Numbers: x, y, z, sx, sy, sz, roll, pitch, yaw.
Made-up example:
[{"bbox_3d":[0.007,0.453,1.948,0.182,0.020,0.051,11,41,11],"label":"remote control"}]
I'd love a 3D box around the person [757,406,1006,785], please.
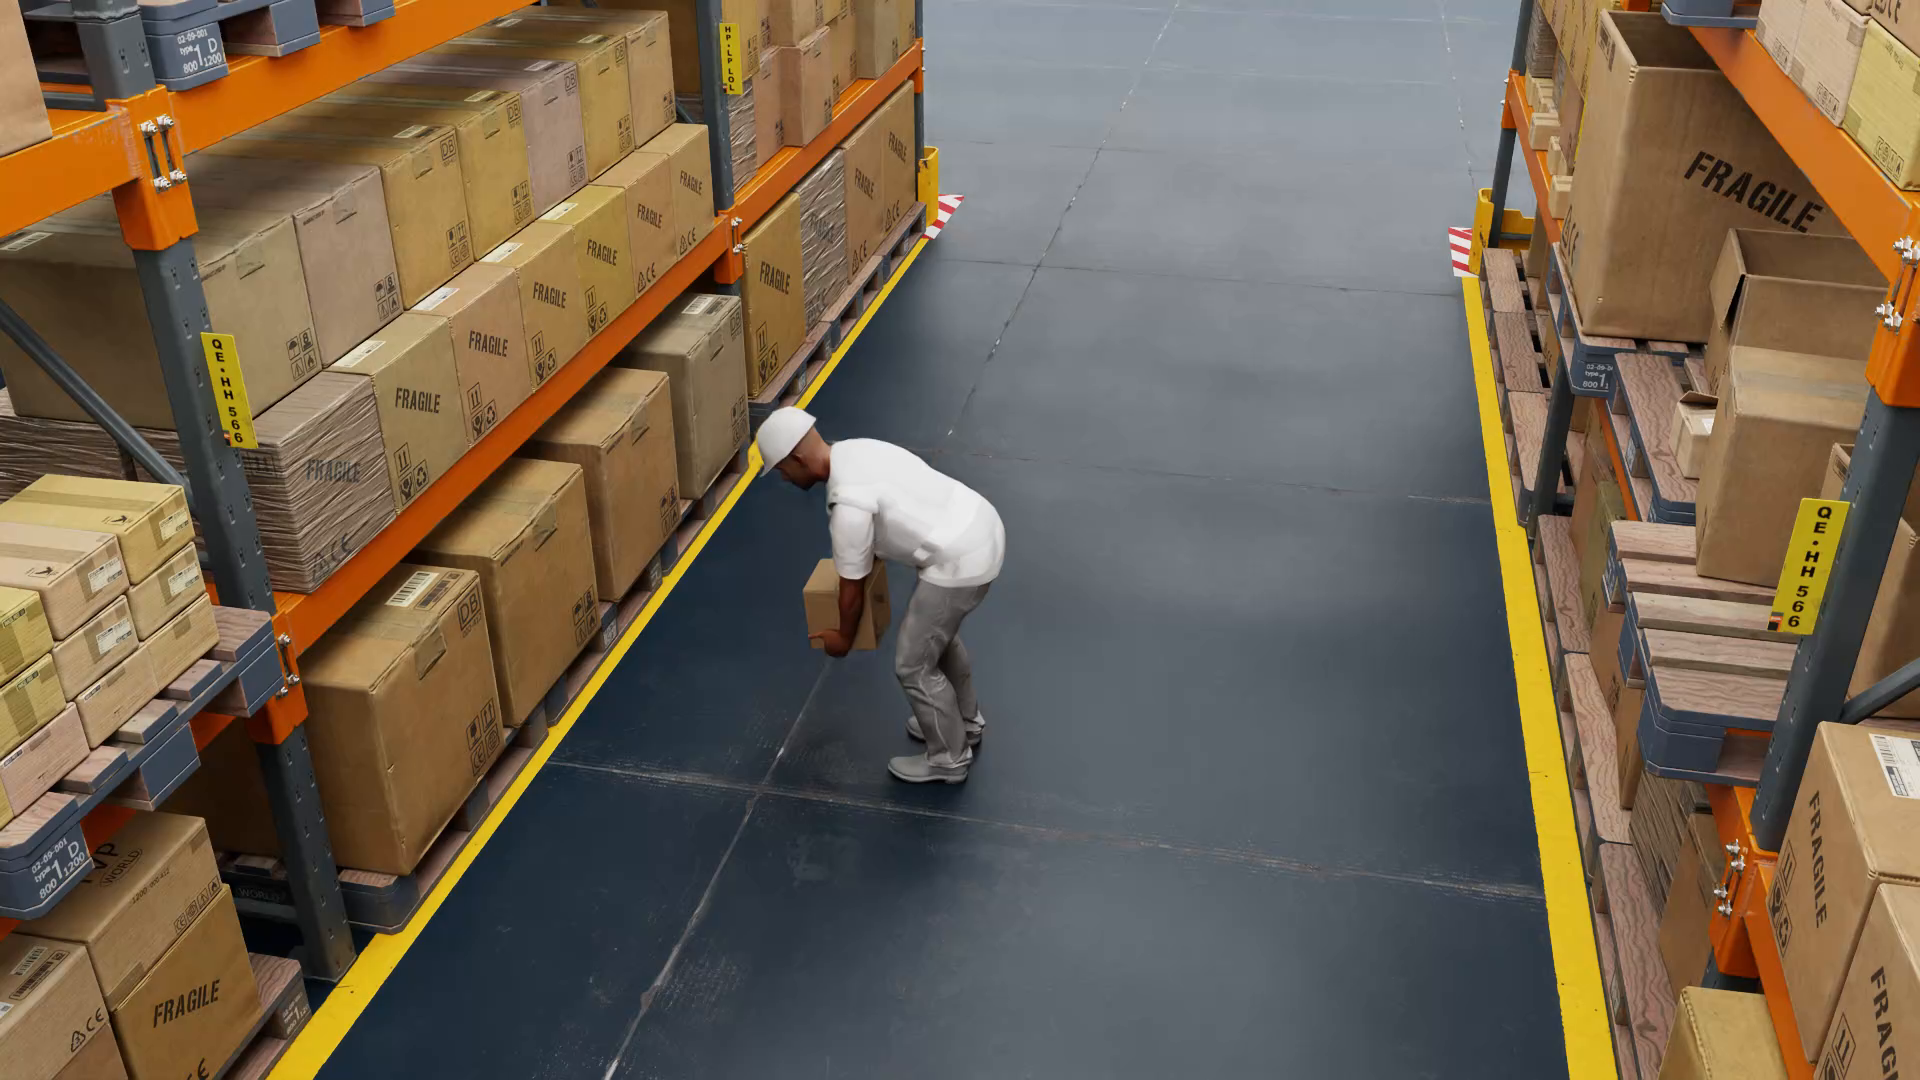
[{"bbox_3d":[-0.282,0.194,6.103,0.886,1.420,0.475,5,29,9],"label":"person"}]
